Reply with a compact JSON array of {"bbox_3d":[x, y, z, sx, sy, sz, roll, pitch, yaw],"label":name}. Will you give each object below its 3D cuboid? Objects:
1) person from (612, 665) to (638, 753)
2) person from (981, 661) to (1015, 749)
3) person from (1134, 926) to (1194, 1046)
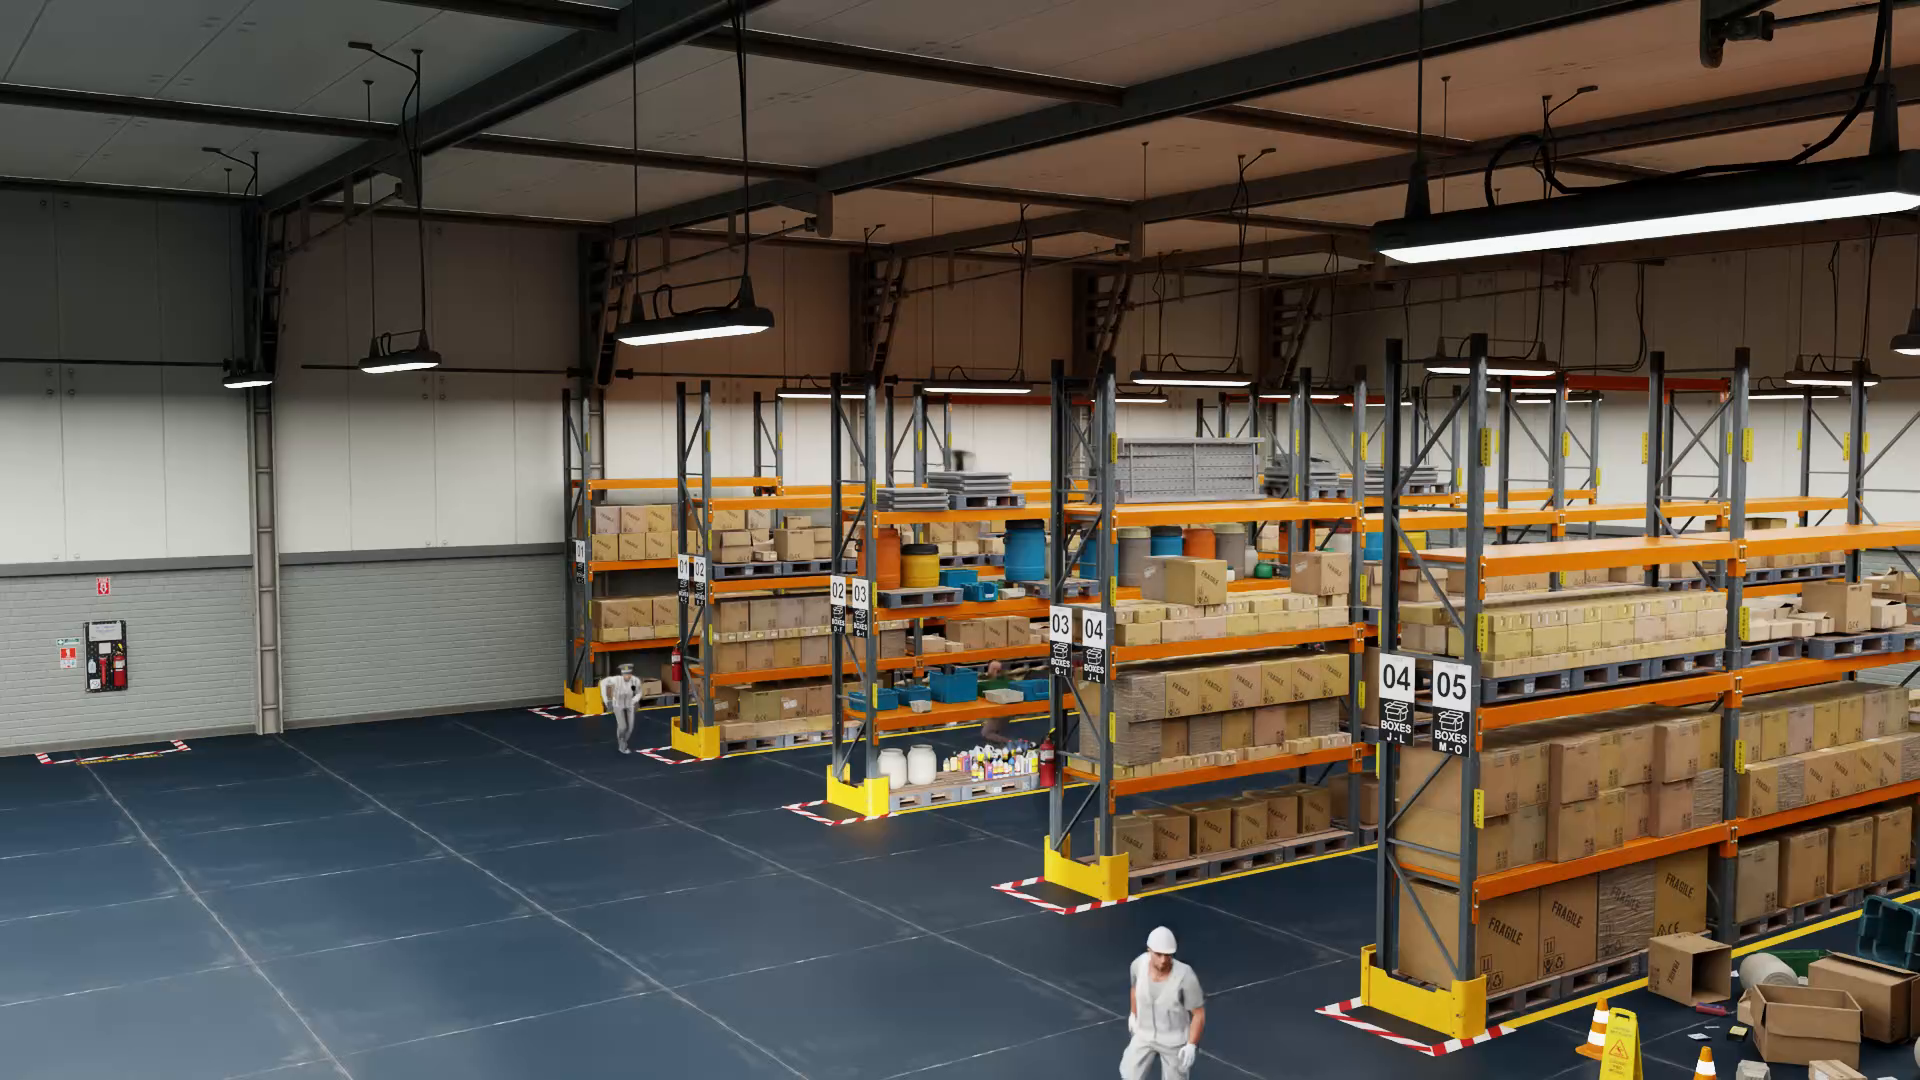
[{"bbox_3d":[-5.374,2.709,26.664,0.381,1.493,0.770,-1,4,-21],"label":"person"},{"bbox_3d":[0.598,2.699,26.029,0.523,1.629,0.605,0,4,3],"label":"person"},{"bbox_3d":[1.412,3.116,11.701,0.443,0.855,0.509,2,4,27],"label":"person"}]
